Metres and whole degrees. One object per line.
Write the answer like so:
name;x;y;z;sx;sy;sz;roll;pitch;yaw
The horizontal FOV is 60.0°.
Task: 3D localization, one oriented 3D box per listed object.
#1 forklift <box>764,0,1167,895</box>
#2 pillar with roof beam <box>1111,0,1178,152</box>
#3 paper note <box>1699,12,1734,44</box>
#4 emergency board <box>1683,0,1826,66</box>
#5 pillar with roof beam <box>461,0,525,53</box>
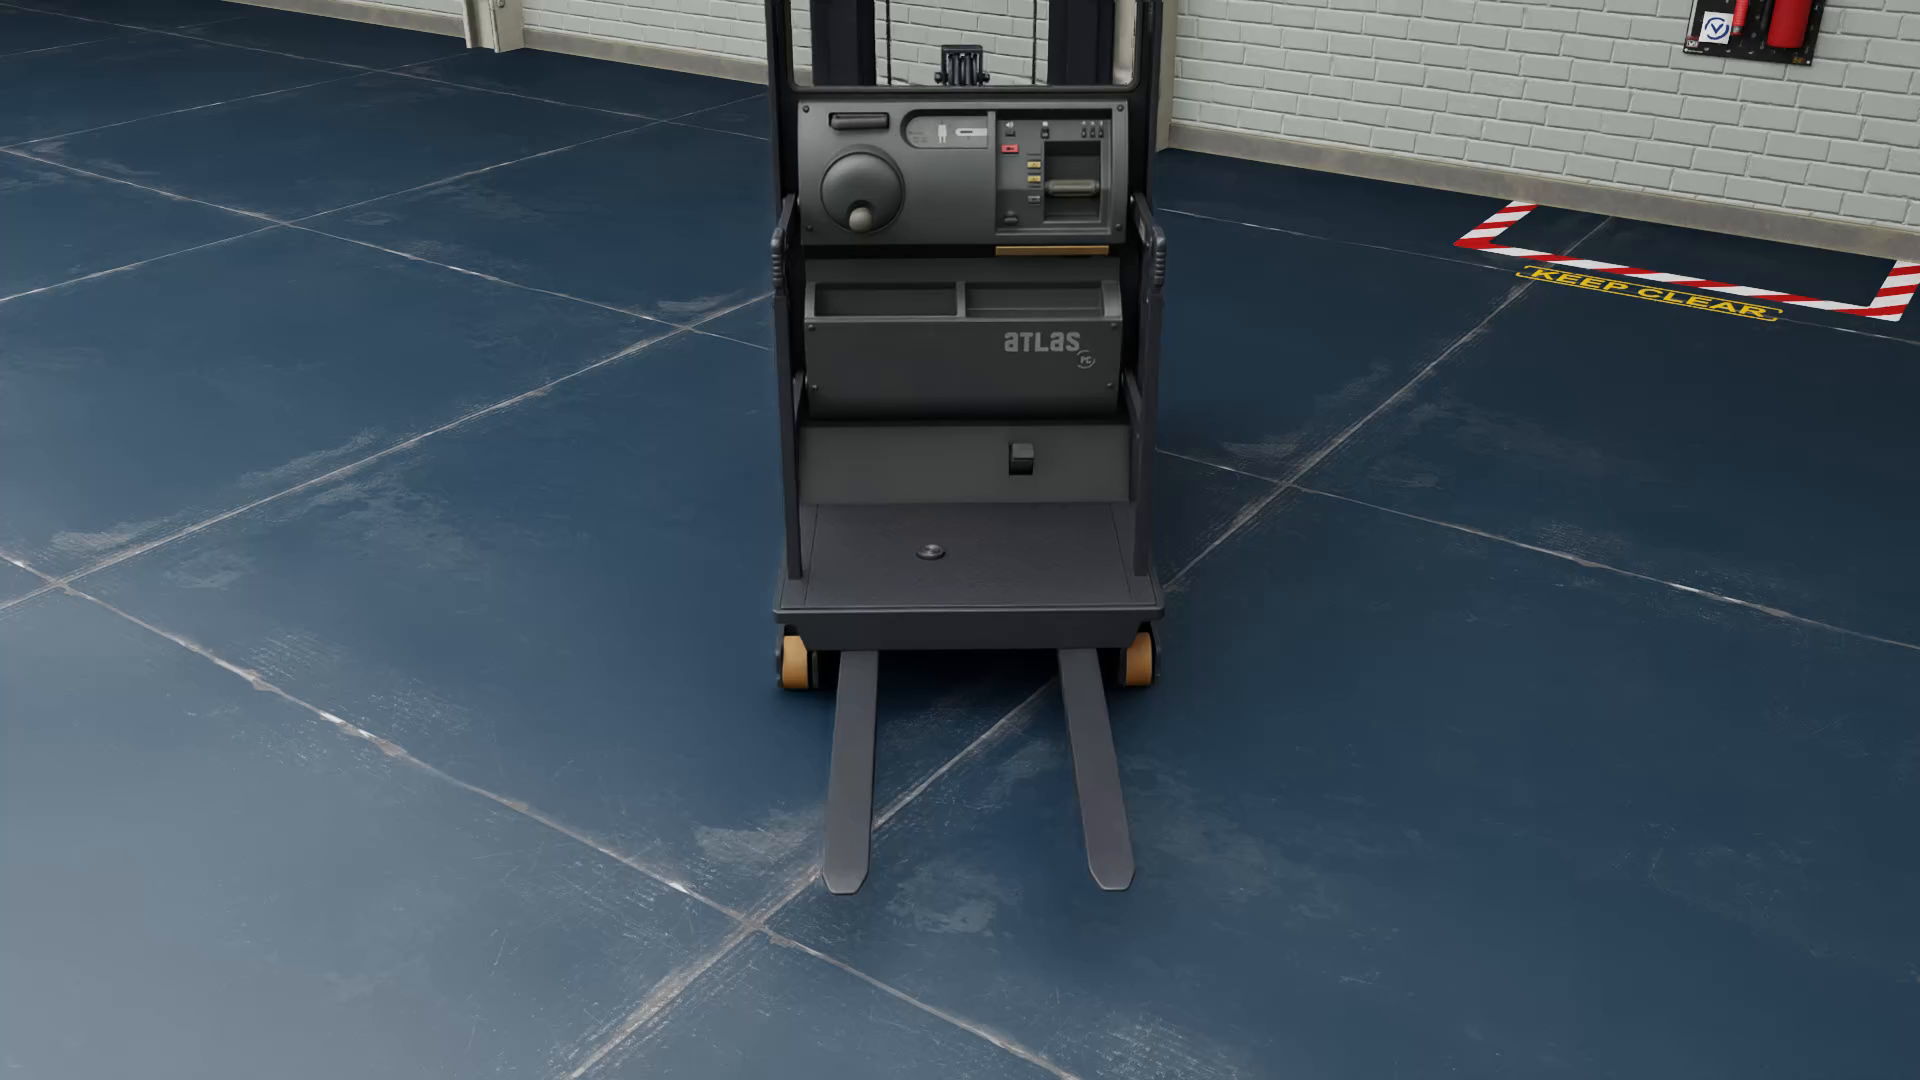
forklift;0.016;-1.009;4.501;1.130;2.935;3.031;0;27;-1
pillar with roof beam;-1.326;-4.942;5.540;0.400;9.000;9.100;17;32;30
paper note;3.934;-2.665;8.650;0.142;0.148;0.016;17;32;30
emergency board;4.041;-2.986;8.310;0.643;1.169;0.194;17;32;30
pillar with roof beam;-6.272;-6.483;8.567;0.400;9.000;9.100;17;32;30
